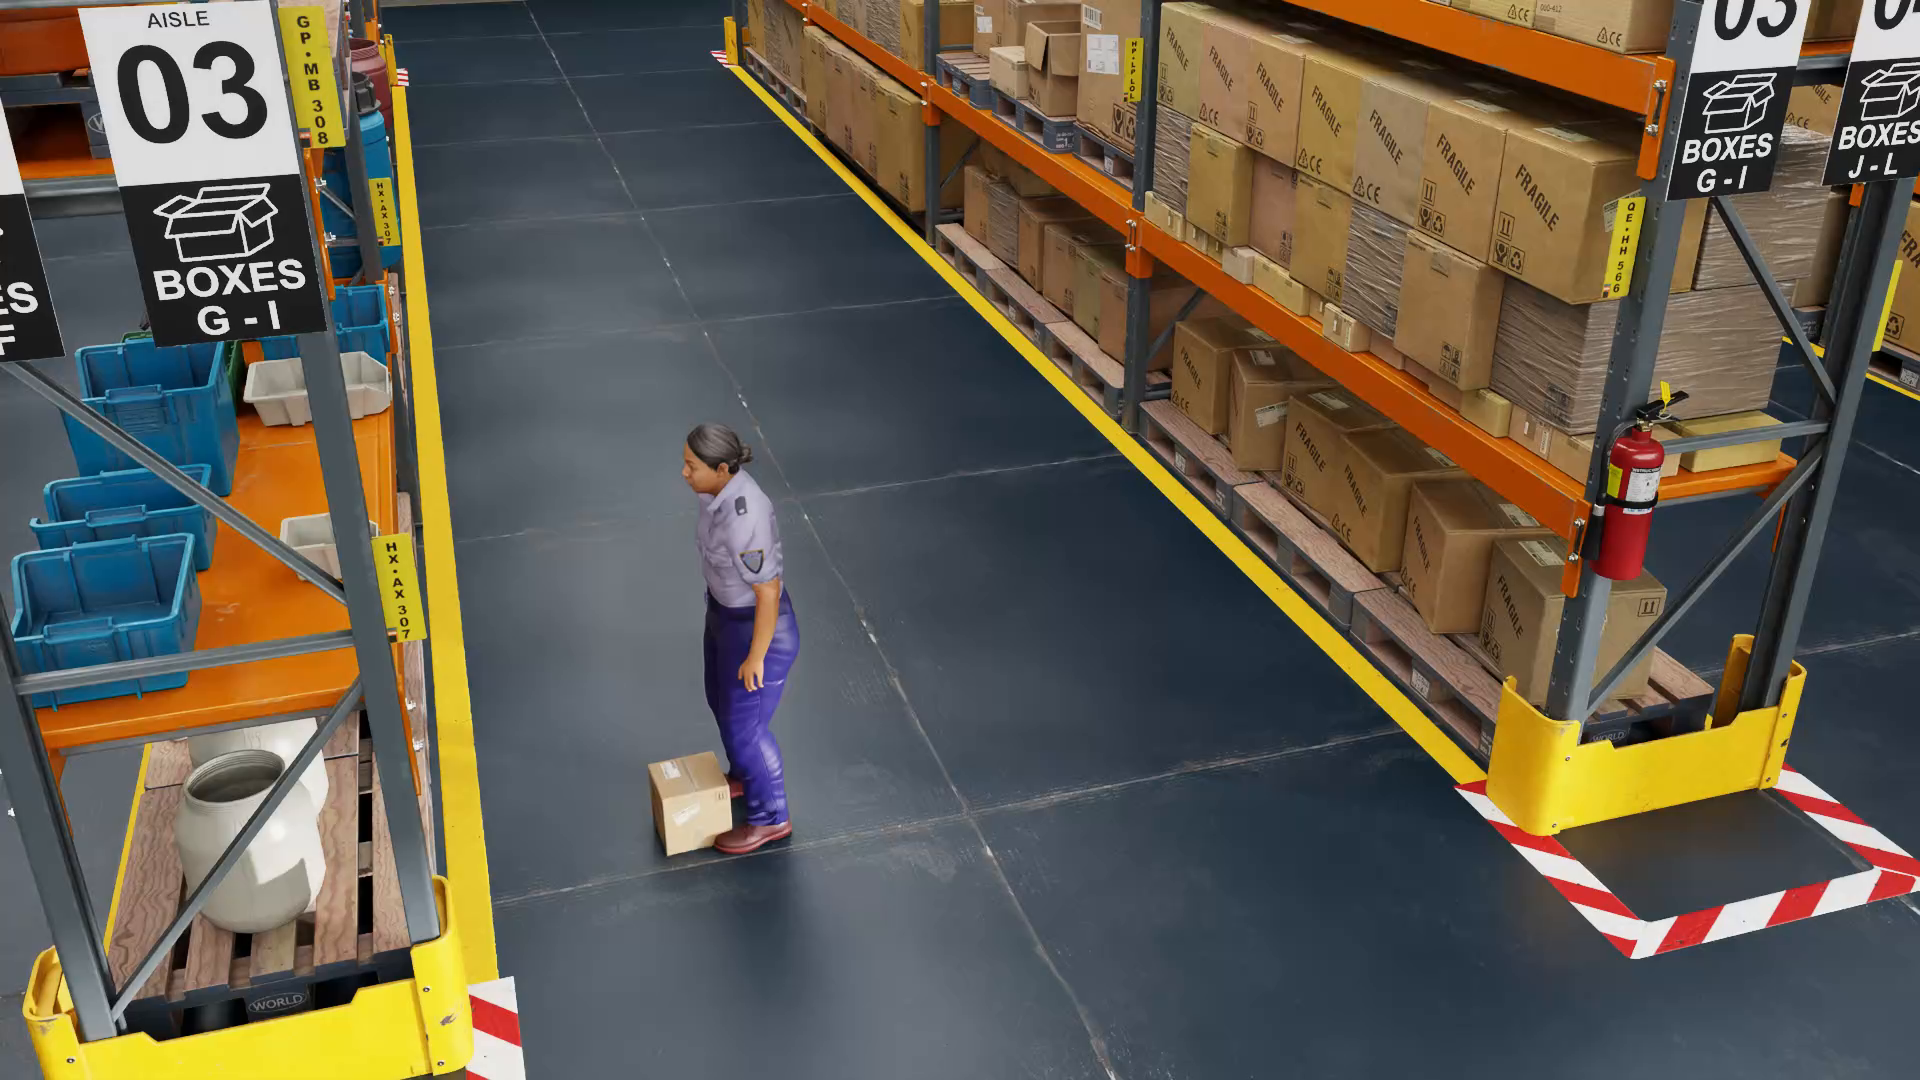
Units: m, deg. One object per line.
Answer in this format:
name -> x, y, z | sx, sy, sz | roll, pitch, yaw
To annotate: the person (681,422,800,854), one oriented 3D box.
person -> -0.788, 0.321, 5.980 | 0.374, 1.650, 0.553 | -10, 28, -19
